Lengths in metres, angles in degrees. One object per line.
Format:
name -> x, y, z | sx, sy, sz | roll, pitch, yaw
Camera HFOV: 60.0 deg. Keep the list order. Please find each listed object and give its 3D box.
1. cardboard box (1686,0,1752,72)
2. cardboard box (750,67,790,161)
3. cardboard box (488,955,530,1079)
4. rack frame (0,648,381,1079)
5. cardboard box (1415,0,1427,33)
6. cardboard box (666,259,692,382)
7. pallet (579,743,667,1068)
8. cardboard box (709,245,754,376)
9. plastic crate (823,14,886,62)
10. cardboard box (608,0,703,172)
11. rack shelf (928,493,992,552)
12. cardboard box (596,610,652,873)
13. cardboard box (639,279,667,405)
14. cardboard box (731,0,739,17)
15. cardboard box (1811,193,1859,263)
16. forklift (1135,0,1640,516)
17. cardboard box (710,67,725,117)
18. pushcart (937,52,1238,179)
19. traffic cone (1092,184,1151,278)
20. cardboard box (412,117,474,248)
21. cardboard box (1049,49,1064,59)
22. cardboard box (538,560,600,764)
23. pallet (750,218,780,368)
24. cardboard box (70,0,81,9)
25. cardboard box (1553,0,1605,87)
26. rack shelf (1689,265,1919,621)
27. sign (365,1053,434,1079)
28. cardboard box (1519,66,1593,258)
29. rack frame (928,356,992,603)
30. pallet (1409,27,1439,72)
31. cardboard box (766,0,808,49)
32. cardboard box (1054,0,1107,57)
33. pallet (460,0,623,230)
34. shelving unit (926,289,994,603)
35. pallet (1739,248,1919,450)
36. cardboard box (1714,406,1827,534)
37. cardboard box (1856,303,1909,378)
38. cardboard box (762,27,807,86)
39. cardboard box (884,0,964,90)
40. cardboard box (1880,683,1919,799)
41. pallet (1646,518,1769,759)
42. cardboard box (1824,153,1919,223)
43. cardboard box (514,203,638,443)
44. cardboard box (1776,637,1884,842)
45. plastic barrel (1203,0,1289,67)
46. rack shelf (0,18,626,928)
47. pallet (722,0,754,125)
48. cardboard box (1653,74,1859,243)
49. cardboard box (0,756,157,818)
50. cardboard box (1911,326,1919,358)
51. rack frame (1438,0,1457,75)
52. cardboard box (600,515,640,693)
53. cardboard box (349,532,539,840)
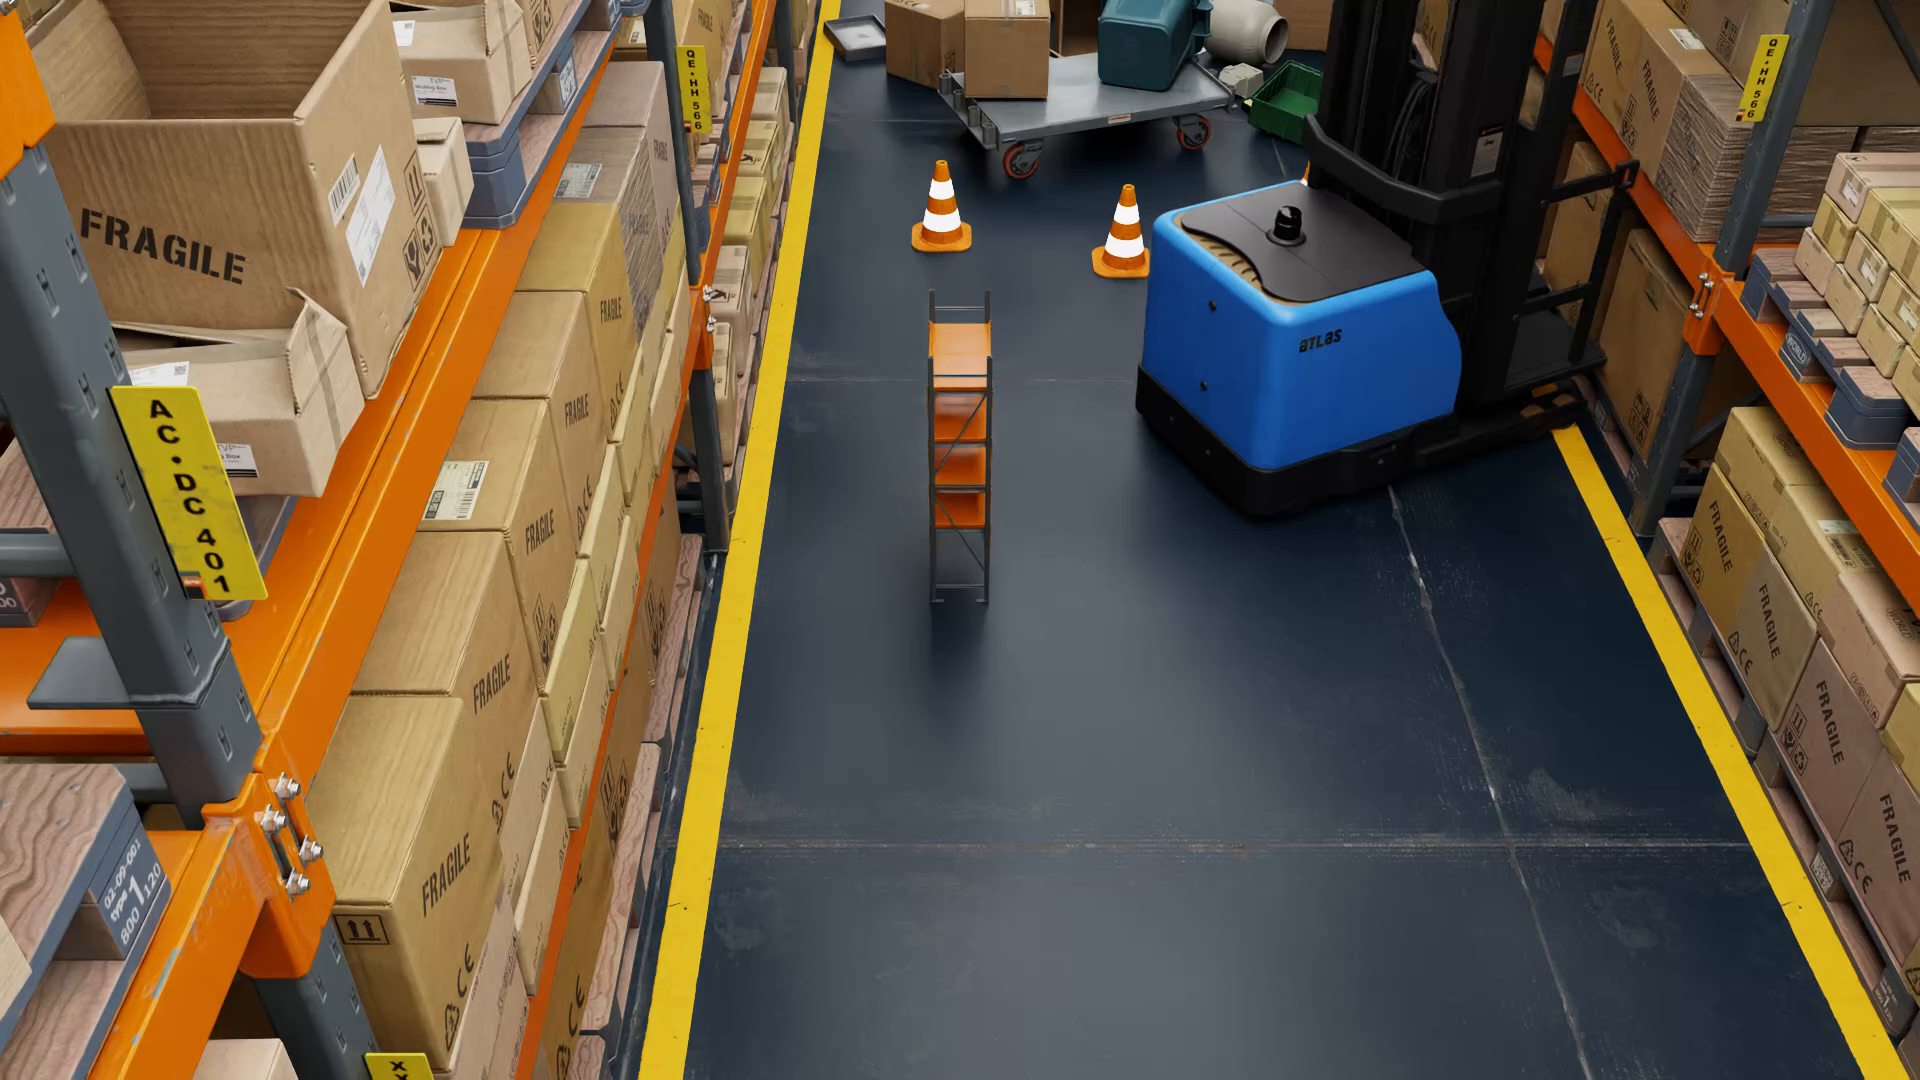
cardboard box -> 3.457, -2.241, 6.769 | 0.700, 0.500, 0.500 | -1, 39, -1
cardboard box -> -1.502, -2.460, 9.687 | 0.950, 0.372, 0.625 | 0, 39, 1
cardboard box -> -1.232, 1.136, 3.553 | 0.500, 0.250, 0.500 | -1, 39, -1
rack frame -> -1.496, 1.353, 3.163 | 1.000, 3.000, 0.127 | 0, 39, 0
cardboard box -> 3.509, -4.008, 11.216 | 0.875, 0.875, 0.875 | 0, 39, 0
cardboard box -> -1.240, -0.774, 5.937 | 0.500, 0.250, 0.500 | -1, 39, -2
pallet -> -1.576, 1.194, 5.591 | 1.003, 0.211, 1.213 | 0, 39, 0
cardboard box -> -1.500, -1.102, 7.991 | 0.950, 0.372, 0.625 | -1, 39, -1
plastic crate -> -0.687, -3.493, 11.544 | 0.402, 0.080, 0.583 | -13, 40, -16
cardboard box -> -1.270, -1.749, 6.380 | 0.500, 0.500, 0.500 | -1, 39, -1
rack shelf -> 0.000, -0.157, 6.912 | 0.258, 0.148, 0.480 | 0, 39, 0
cardboard box -> -1.586, 0.507, 5.582 | 0.875, 0.875, 0.875 | 0, 39, 1
cardboard box -> -1.242, -0.661, 5.397 | 0.500, 0.250, 0.500 | -1, 39, -1
cardboard box -> -1.277, -2.720, 7.591 | 0.500, 0.500, 0.500 | -1, 39, -2
cardboard box -> 3.249, -1.095, 5.845 | 0.380, 0.149, 0.250 | 2, 39, 2
forklift -> 2.386, -1.891, 7.265 | 3.031, 2.935, 1.130 | -18, 42, -21
cardboard box -> -1.215, -1.938, 7.134 | 0.380, 0.149, 0.250 | 0, 39, 0
pushcart -> 0.775, -2.659, 10.267 | 1.648, 0.377, 0.936 | -13, 40, -16
traffic cone -> 0.897, -1.705, 9.007 | 0.336, 0.463, 0.334 | 0, 39, 0
cardboard box -> -1.147, -0.682, 3.154 | 0.380, 0.166, 0.250 | -3, 39, -3
cardboard box -> 0.640, -3.094, 10.898 | 0.258, 0.266, 0.396 | -28, 46, -30
cardboard box -> -1.217, 0.300, 4.198 | 0.500, 0.250, 0.500 | 0, 39, 1
pallet -> -1.498, -1.310, 8.716 | 1.003, 0.211, 1.213 | 0, 39, 0
cardboard box -> -6.170, -3.676, 11.302 | 0.500, 0.250, 0.500 | 1, 39, 1
cardboard box -> 3.176, -2.481, 7.867 | 0.500, 0.500, 0.500 | 1, 39, 1
rack shelf -> 3.452, 0.316, 5.032 | 1.077, 0.370, 4.000 | 0, 39, 0
sign -> -0.941, 0.983, 2.869 | 0.100, 0.325, 0.005 | 0, 39, 0
cardboard box -> 3.533, -2.011, 8.824 | 1.050, 0.750, 0.750 | 0, 39, 0
rack frame -> 0.000, -0.212, 6.555 | 0.240, 1.200, 0.015 | 0, 39, 0
pallet -> 3.522, -3.104, 10.954 | 1.003, 0.211, 1.213 | 0, 39, 0
cardboard box -> -1.236, -3.402, 10.360 | 0.500, 0.500, 0.500 | 2, 39, 2
cardboard box -> 1.033, -3.549, 11.167 | 0.797, 0.637, 0.503 | 0, 39, 0
pallet -> -1.442, -1.143, 4.030 | 1.003, 0.211, 1.213 | 2, 39, 2
shelving unit -> 0.000, -0.365, 6.746 | 0.258, 1.200, 0.503 | 0, 39, 0
pallet -> 3.557, -0.695, 5.872 | 1.213, 0.211, 1.003 | 0, 39, 0
cardboard box -> 3.208, -0.265, 6.245 | 0.500, 0.250, 0.500 | -2, 39, -2
cardboard box -> 3.249, -0.664, 5.546 | 0.380, 0.149, 0.250 | 2, 39, 2
cardboard box -> -1.236, -3.110, 10.595 | 0.500, 0.250, 0.500 | -2, 39, -2
cardboard box -> -0.146, -3.346, 11.024 | 0.500, 0.500, 0.500 | 28, 46, 30
cardboard box -> 3.198, 0.688, 5.057 | 0.500, 0.250, 0.500 | -2, 39, -2
pallet -> 3.449, 0.362, 6.630 | 1.003, 0.211, 1.213 | 0, 39, 0
cardboard box -> 3.256, -1.221, 5.765 | 0.380, 0.149, 0.250 | 0, 39, 0
cardboard box -> -1.236, -0.623, 4.749 | 0.500, 0.500, 0.500 | 0, 39, 0
cardboard box -> 3.205, 0.674, 5.673 | 0.500, 0.500, 0.500 | -1, 39, -1
plastic barrel -> 1.910, -3.419, 11.178 | 0.512, 0.421, 0.421 | 28, 46, 30
rack shelf -> -1.498, -0.787, 4.010 | 1.077, 0.370, 4.000 | 0, 39, 0
pallet -> -1.544, -2.311, 7.889 | 1.003, 0.211, 1.213 | 0, 39, 0
cardboard box -> 3.180, -1.536, 6.688 | 0.500, 0.500, 0.500 | 0, 39, 0
cardboard box -> -1.747, 0.645, 3.167 | 0.500, 0.500, 0.500 | 1, 39, 1
cardboard box -> 3.256, -0.600, 5.228 | 0.380, 0.149, 0.250 | 0, 39, 0
rack frame -> 3.445, -3.716, 9.489 | 1.000, 3.000, 0.127 | 0, 39, 0
cardboard box -> -1.210, 0.180, 4.747 | 0.500, 0.250, 0.500 | -1, 39, -1
cardboard box -> -1.237, 0.330, 3.560 | 0.500, 0.500, 0.500 | 0, 39, 0
